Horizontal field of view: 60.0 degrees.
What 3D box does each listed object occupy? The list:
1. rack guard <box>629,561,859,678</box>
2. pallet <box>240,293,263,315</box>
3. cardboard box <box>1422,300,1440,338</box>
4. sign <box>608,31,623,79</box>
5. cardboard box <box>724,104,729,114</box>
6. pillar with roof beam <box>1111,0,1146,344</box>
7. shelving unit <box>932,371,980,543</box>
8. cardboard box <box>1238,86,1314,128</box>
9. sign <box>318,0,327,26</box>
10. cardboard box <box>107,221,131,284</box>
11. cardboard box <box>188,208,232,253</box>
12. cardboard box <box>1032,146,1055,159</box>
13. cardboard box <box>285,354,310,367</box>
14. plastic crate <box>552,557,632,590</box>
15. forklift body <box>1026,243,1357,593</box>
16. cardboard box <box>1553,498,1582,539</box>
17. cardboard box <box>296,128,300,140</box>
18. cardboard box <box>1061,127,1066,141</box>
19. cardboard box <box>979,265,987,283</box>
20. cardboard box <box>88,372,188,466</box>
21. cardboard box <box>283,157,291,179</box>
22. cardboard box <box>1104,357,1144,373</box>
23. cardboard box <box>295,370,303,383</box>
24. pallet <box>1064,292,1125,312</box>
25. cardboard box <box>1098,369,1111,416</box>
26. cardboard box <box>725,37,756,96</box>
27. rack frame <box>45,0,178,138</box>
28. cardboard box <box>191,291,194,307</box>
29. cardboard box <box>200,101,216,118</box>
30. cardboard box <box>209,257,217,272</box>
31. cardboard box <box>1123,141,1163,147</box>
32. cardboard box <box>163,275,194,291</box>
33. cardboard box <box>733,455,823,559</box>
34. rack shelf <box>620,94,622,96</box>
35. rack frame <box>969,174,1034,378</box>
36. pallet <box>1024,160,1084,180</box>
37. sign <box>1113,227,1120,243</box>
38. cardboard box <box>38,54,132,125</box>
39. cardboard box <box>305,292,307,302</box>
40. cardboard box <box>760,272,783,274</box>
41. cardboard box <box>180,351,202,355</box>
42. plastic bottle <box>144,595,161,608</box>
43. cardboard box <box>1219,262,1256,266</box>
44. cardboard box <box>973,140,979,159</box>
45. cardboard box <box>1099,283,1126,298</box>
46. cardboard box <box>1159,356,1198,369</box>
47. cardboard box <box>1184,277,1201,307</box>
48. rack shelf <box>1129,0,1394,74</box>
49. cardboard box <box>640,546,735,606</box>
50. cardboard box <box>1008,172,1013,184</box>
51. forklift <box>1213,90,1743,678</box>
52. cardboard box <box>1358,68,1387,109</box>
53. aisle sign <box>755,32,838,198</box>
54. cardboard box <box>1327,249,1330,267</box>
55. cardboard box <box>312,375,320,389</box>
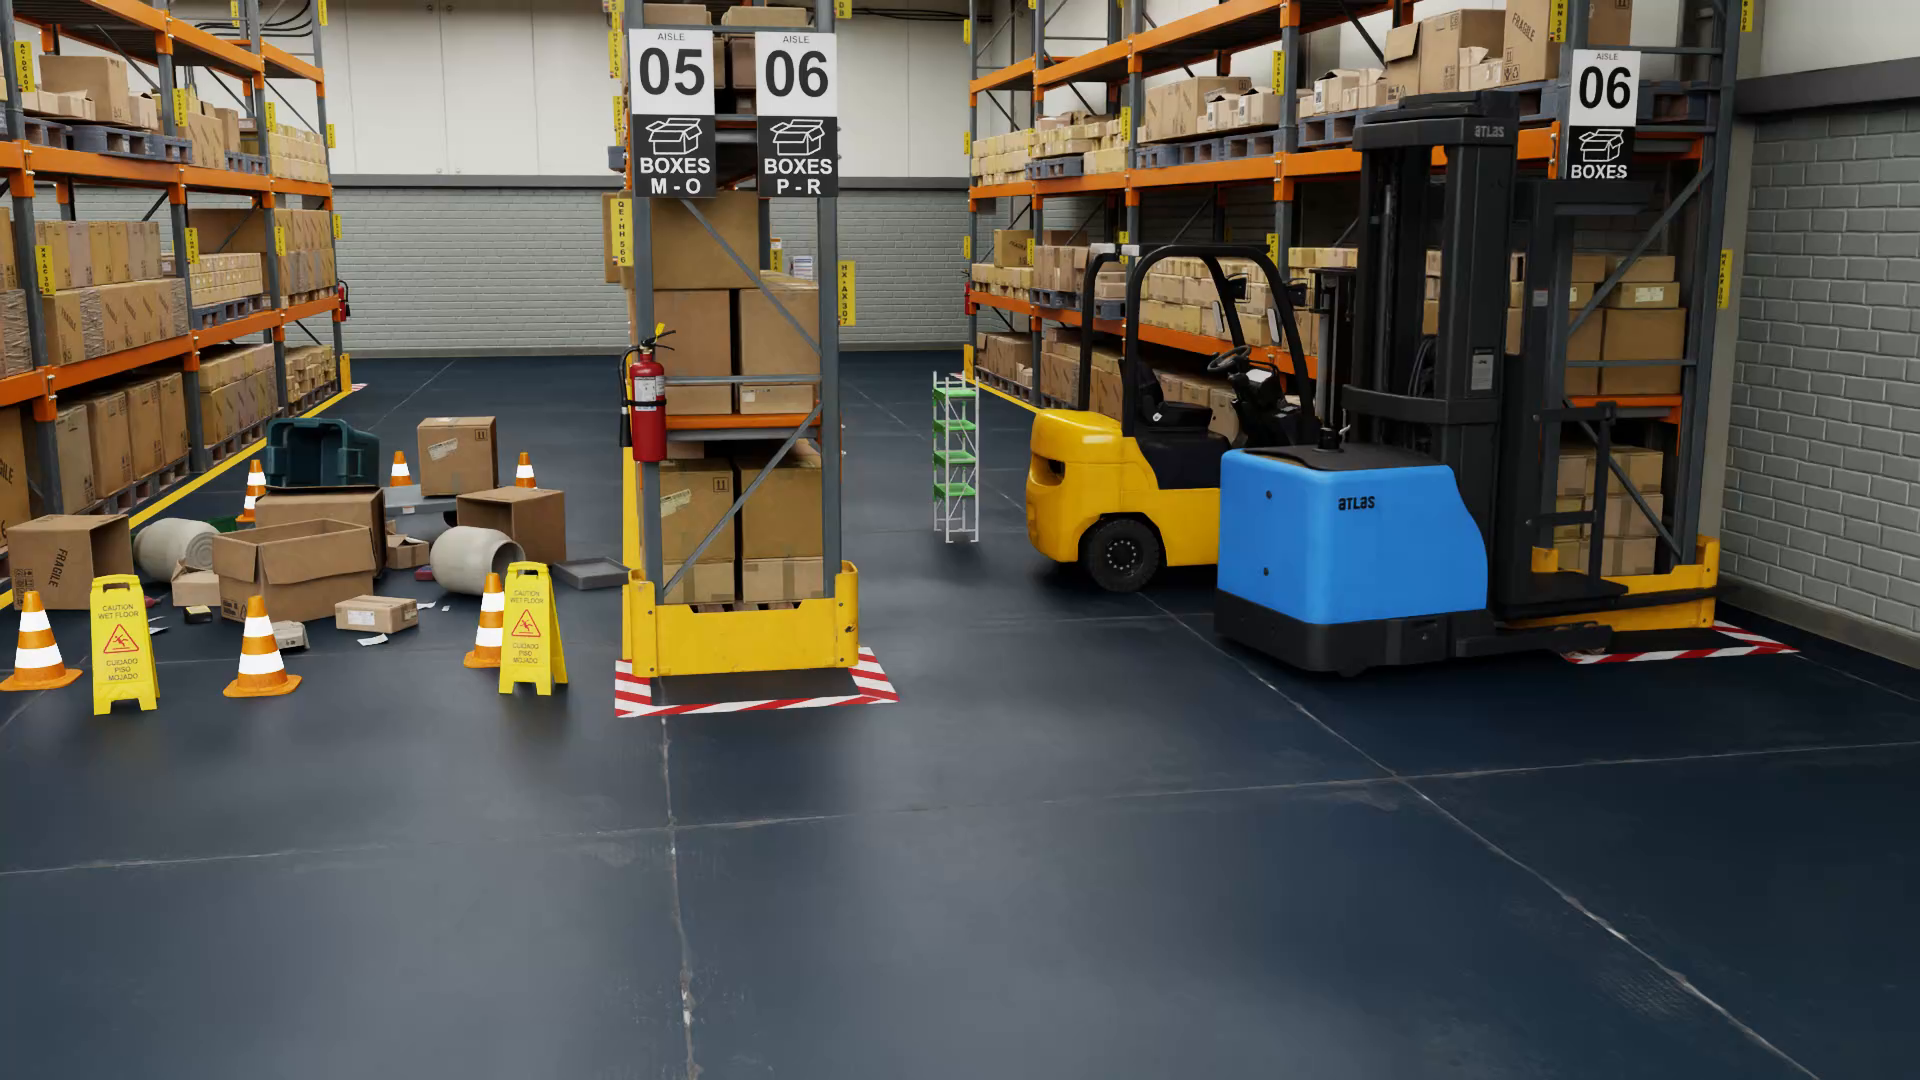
[{"bbox_3d":[-1.130,0.407,8.721,1.175,0.500,0.348,-2,11,-11],"label":"rack guard"},{"bbox_3d":[-8.279,-2.570,18.188,1.003,0.211,1.213,-2,11,-11],"label":"pallet"},{"bbox_3d":[3.208,-1.308,10.776,0.500,0.500,0.500,-2,11,-12],"label":"cardboard box"},{"bbox_3d":[-2.437,-3.441,11.794,0.100,0.325,0.005,-2,11,-11],"label":"sign"},{"bbox_3d":[-1.146,-2.418,9.526,0.380,0.149,0.250,-2,11,-13],"label":"cardboard box"},{"bbox_3d":[-2.055,-6.140,20.389,9.100,9.000,0.400,-2,11,-11],"label":"pillar with roof beam"},{"bbox_3d":[-0.032,-0.620,12.244,0.258,1.200,0.503,-2,11,-11],"label":"shelving unit"},{"bbox_3d":[2.595,-3.531,13.551,0.500,0.311,0.500,-2,11,-13],"label":"cardboard box"},{"bbox_3d":[-8.515,-7.043,22.212,0.100,0.325,0.005,-2,11,-11],"label":"sign"},{"bbox_3d":[-7.228,-2.347,13.562,0.700,0.500,0.500,-2,11,-12],"label":"cardboard box"},{"bbox_3d":[-8.642,-3.572,19.205,0.500,0.500,0.500,-3,11,-13],"label":"cardboard box"},{"bbox_3d":[1.087,-4.725,20.260,0.380,0.149,0.250,-2,11,-10],"label":"cardboard box"},{"bbox_3d":[-8.428,-2.266,20.988,0.380,0.149,0.250,-2,11,-11],"label":"cardboard box"},{"bbox_3d":[-2.392,0.211,10.872,0.402,0.080,0.583,-6,13,-31],"label":"plastic crate"},{"bbox_3d":[1.594,-0.853,10.924,2.313,2.155,1.214,-2,11,-11],"label":"forklift body"},{"bbox_3d":[3.351,-0.167,9.947,0.500,0.250,0.500,-2,11,-12],"label":"cardboard box"},{"bbox_3d":[-8.433,-5.051,20.687,0.380,0.149,0.250,-2,11,-13],"label":"cardboard box"},{"bbox_3d":[1.365,-4.636,18.996,0.380,0.149,0.250,-2,11,-11],"label":"cardboard box"},{"bbox_3d":[0.563,-3.810,23.796,0.500,0.250,0.500,-2,11,-10],"label":"cardboard box"},{"bbox_3d":[-7.477,-1.062,14.647,1.050,0.750,0.750,-2,11,-12],"label":"cardboard box"},{"bbox_3d":[-8.223,-4.395,19.646,0.500,0.250,0.500,-2,11,-12],"label":"cardboard box"},{"bbox_3d":[1.769,-1.883,17.894,0.380,0.149,0.250,-3,11,-14],"label":"cardboard box"},{"bbox_3d":[-8.342,-2.027,20.529,0.380,0.149,0.250,-2,11,-8],"label":"cardboard box"},{"bbox_3d":[1.814,-2.718,18.966,1.003,0.211,1.213,-2,11,-11],"label":"pallet"},{"bbox_3d":[1.817,-1.596,18.120,0.500,0.500,0.500,-2,11,-12],"label":"cardboard box"},{"bbox_3d":[-0.952,-2.455,8.656,0.500,0.250,0.500,-2,11,-12],"label":"cardboard box"},{"bbox_3d":[-7.507,-5.023,14.519,1.000,3.000,0.127,-2,11,-11],"label":"rack frame"},{"bbox_3d":[-7.396,-2.248,15.534,0.380,0.149,0.250,-2,11,-12],"label":"cardboard box"},{"bbox_3d":[-8.114,-4.252,17.092,0.797,0.503,0.637,-2,11,-12],"label":"cardboard box"},{"bbox_3d":[-7.611,-2.735,16.502,0.380,0.149,0.250,-2,11,-8],"label":"cardboard box"},{"bbox_3d":[1.892,-4.108,17.067,0.380,0.149,0.250,-2,11,-10],"label":"cardboard box"},{"bbox_3d":[-7.404,-2.401,15.540,0.380,0.149,0.250,-2,11,-8],"label":"cardboard box"},{"bbox_3d":[-1.006,-0.193,9.415,0.500,0.500,0.500,-3,11,-13],"label":"cardboard box"},{"bbox_3d":[-3.838,-5.772,21.449,1.077,0.370,4.000,-2,11,-11],"label":"rack shelf"},{"bbox_3d":[0.641,-3.923,24.784,1.000,3.000,0.127,-2,11,-11],"label":"rack frame"},{"bbox_3d":[1.477,-4.448,20.025,1.213,0.211,1.003,-2,11,-11],"label":"pallet"},{"bbox_3d":[1.962,-3.779,20.931,0.100,0.325,0.005,-2,11,-11],"label":"sign"},{"bbox_3d":[-6.895,-3.545,13.120,0.500,0.500,0.500,-2,11,-11],"label":"cardboard box"},{"bbox_3d":[-8.491,-3.083,21.042,0.380,0.149,0.250,-2,11,-10],"label":"cardboard box"},{"bbox_3d":[-1.456,-1.569,11.356,0.500,0.500,0.500,-2,11,-9],"label":"cardboard box"},{"bbox_3d":[-8.200,-1.820,17.291,0.500,0.250,0.500,-2,11,-9],"label":"cardboard box"},{"bbox_3d":[-4.983,0.380,10.037,0.283,0.061,0.133,-6,13,-31],"label":"plastic bottle"},{"bbox_3d":[2.456,-2.331,14.421,0.380,0.149,0.250,-2,11,-12],"label":"cardboard box"},{"bbox_3d":[0.481,-5.624,23.967,0.500,0.250,0.500,-2,11,-12],"label":"cardboard box"},{"bbox_3d":[1.693,-2.645,17.619,0.380,0.149,0.250,-2,11,-10],"label":"cardboard box"},{"bbox_3d":[2.376,-1.909,18.032,0.380,0.149,0.250,-2,11,-9],"label":"cardboard box"},{"bbox_3d":[2.348,-2.256,15.090,0.500,0.250,0.500,-2,11,-10],"label":"cardboard box"},{"bbox_3d":[2.586,-4.486,14.692,1.077,0.370,4.000,-2,11,-11],"label":"rack shelf"},{"bbox_3d":[-1.541,0.195,9.383,0.500,0.250,0.500,-2,11,-11],"label":"cardboard box"},{"bbox_3d":[0.849,-4.830,22.202,0.380,0.149,0.250,-2,11,-10],"label":"cardboard box"},{"bbox_3d":[2.971,-0.897,9.073,3.031,2.935,1.130,-4,12,-21],"label":"forklift"},{"bbox_3d":[2.965,-3.102,11.416,0.396,0.266,0.258,-2,11,-12],"label":"cardboard box"},{"bbox_3d":[-0.799,-2.084,8.171,0.394,0.787,0.004,-2,11,-11],"label":"aisle sign"},{"bbox_3d":[2.944,-2.075,12.280,0.380,0.149,0.250,-2,11,-12],"label":"cardboard box"},{"bbox_3d":[-8.435,-2.025,21.313,0.380,0.149,0.250,-2,11,-10],"label":"cardboard box"}]
